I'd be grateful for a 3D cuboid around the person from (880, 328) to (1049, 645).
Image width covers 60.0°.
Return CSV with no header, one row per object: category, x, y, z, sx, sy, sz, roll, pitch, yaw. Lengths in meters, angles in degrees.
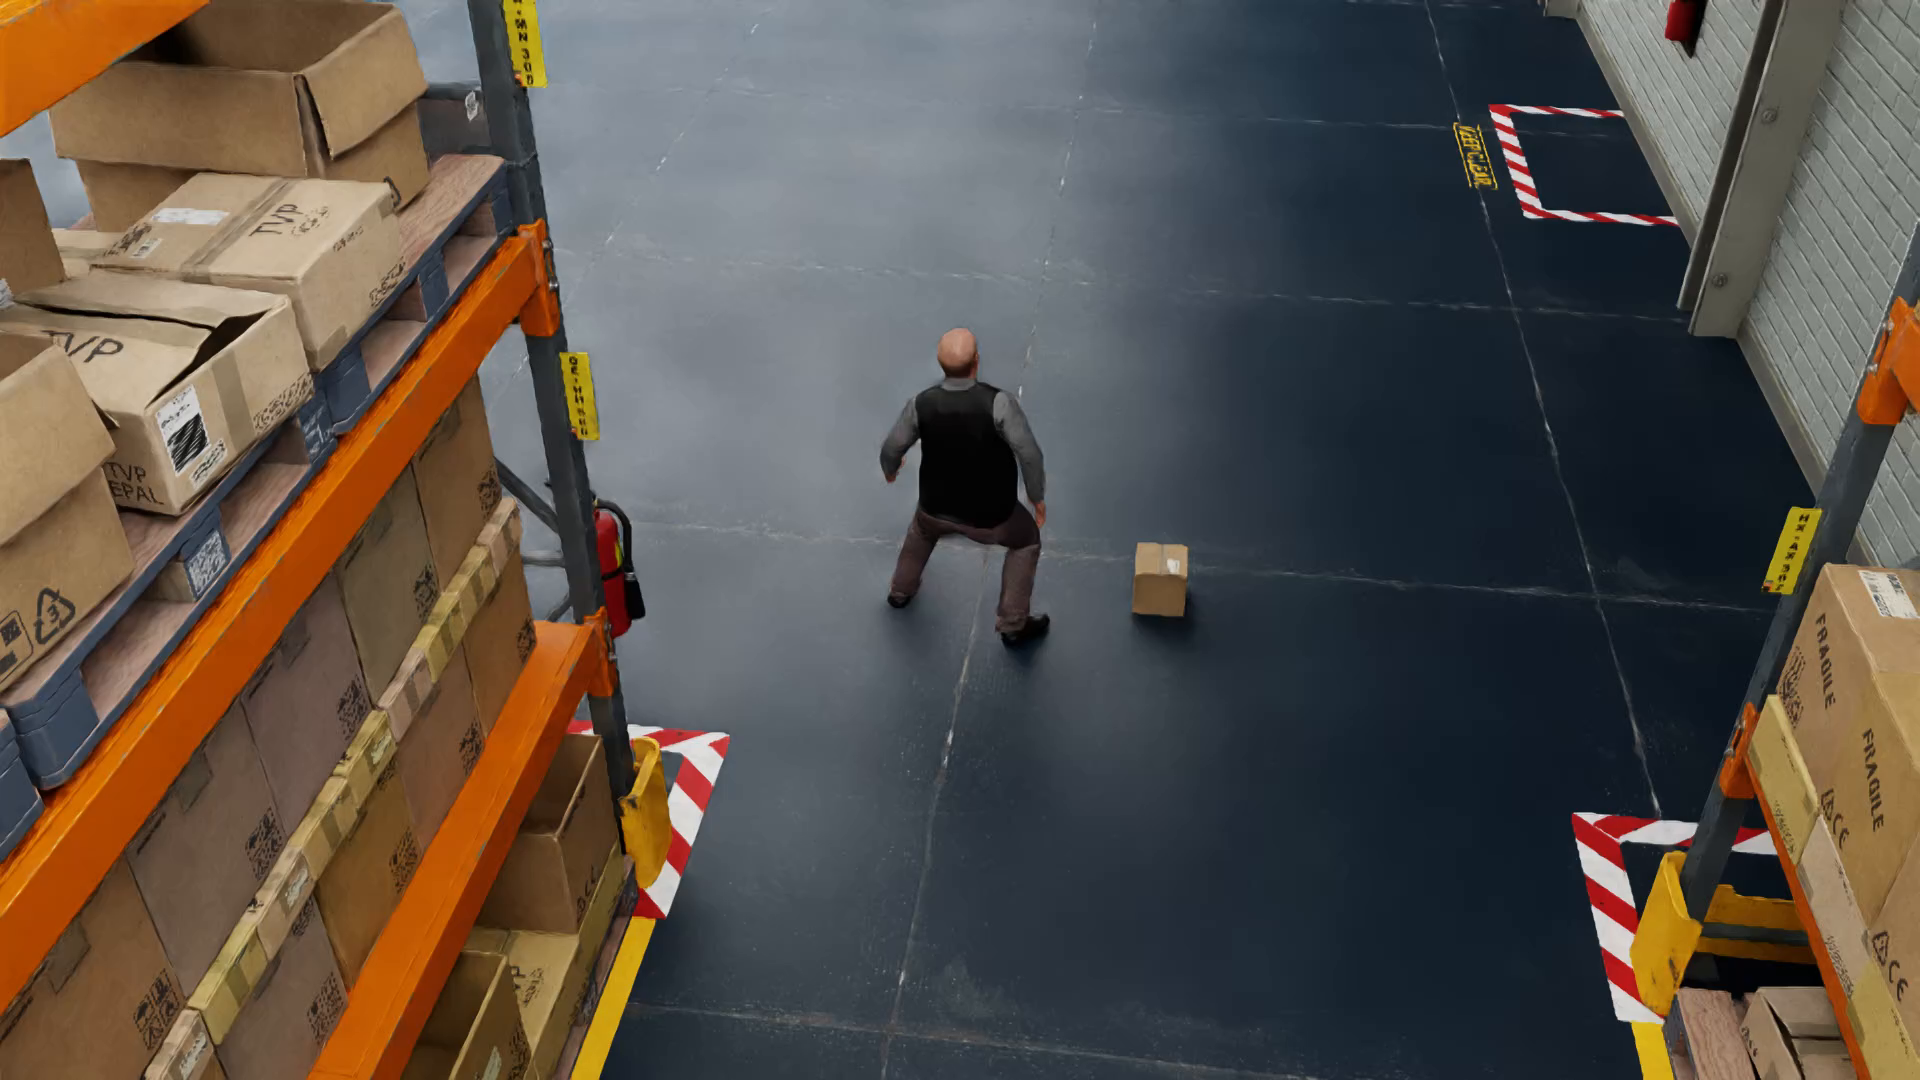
person,0.017,-0.251,7.541,0.828,1.586,0.548,11,37,15
